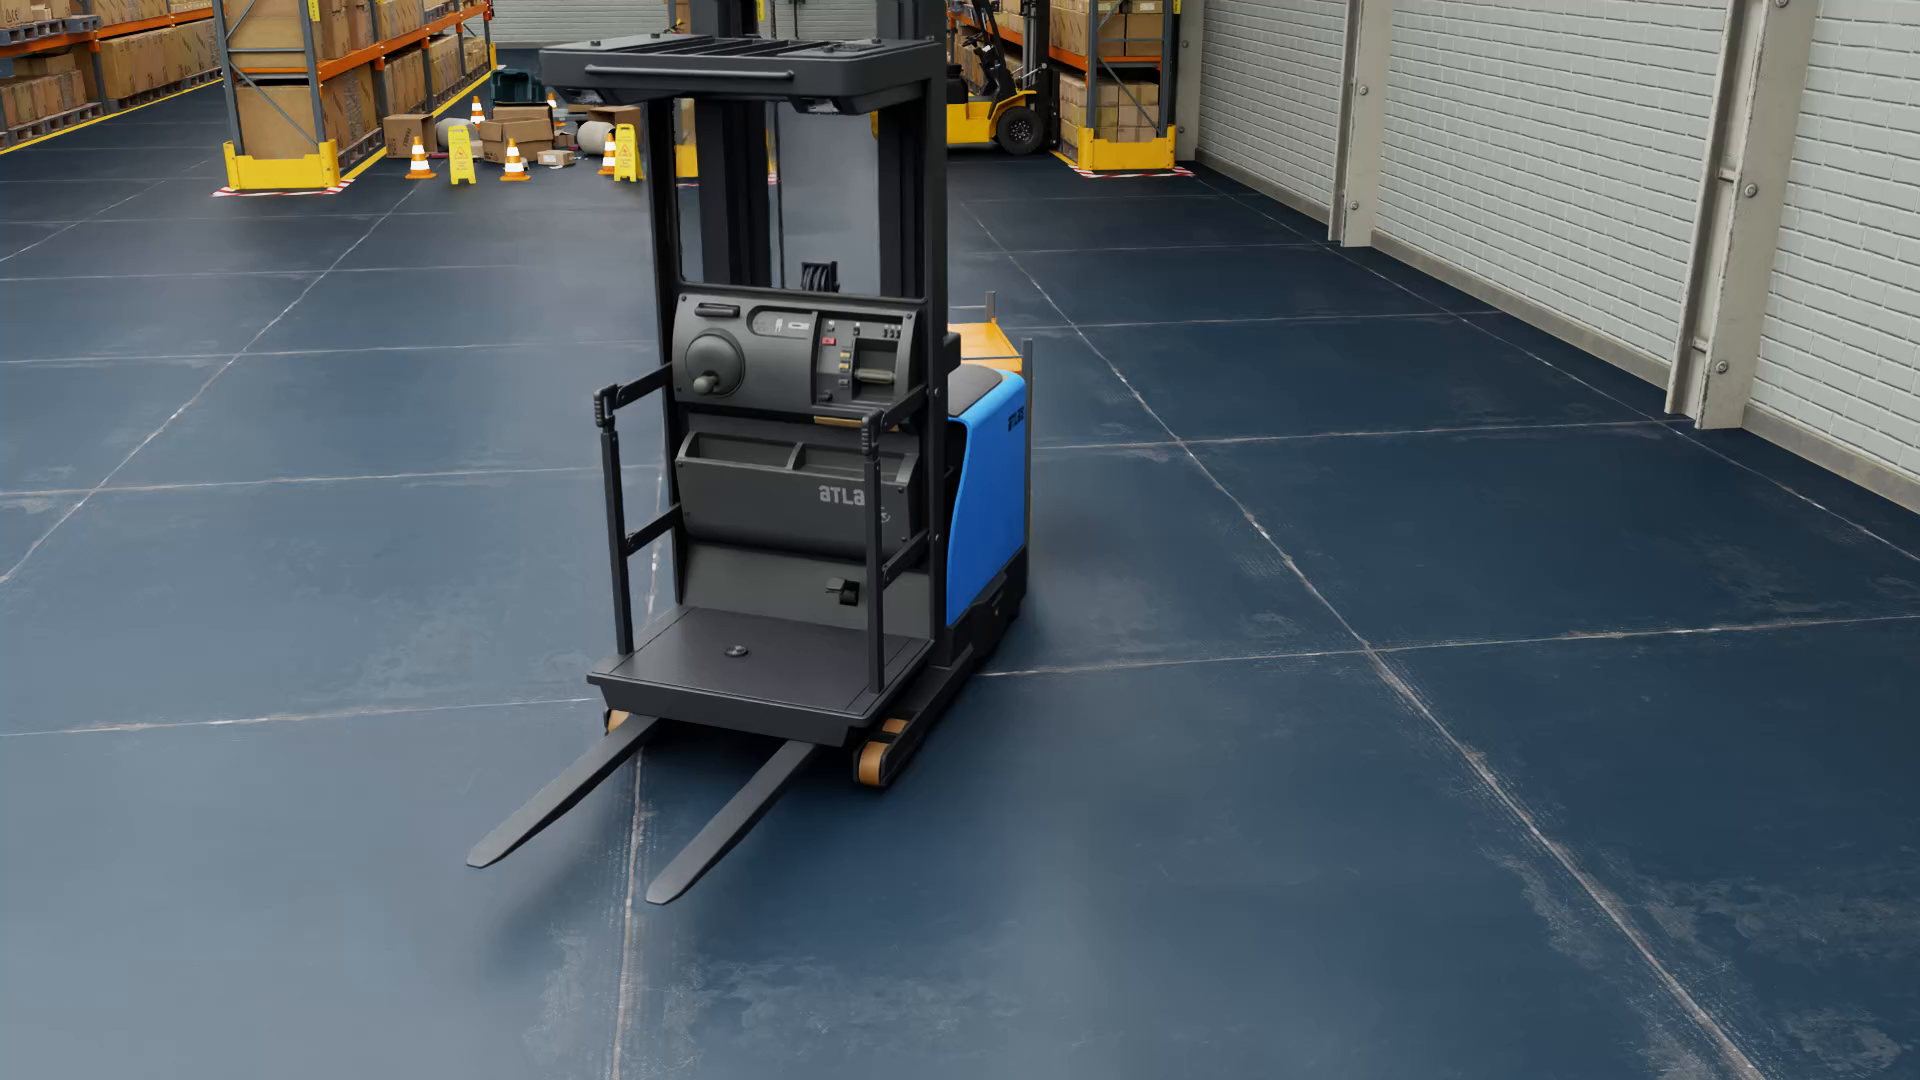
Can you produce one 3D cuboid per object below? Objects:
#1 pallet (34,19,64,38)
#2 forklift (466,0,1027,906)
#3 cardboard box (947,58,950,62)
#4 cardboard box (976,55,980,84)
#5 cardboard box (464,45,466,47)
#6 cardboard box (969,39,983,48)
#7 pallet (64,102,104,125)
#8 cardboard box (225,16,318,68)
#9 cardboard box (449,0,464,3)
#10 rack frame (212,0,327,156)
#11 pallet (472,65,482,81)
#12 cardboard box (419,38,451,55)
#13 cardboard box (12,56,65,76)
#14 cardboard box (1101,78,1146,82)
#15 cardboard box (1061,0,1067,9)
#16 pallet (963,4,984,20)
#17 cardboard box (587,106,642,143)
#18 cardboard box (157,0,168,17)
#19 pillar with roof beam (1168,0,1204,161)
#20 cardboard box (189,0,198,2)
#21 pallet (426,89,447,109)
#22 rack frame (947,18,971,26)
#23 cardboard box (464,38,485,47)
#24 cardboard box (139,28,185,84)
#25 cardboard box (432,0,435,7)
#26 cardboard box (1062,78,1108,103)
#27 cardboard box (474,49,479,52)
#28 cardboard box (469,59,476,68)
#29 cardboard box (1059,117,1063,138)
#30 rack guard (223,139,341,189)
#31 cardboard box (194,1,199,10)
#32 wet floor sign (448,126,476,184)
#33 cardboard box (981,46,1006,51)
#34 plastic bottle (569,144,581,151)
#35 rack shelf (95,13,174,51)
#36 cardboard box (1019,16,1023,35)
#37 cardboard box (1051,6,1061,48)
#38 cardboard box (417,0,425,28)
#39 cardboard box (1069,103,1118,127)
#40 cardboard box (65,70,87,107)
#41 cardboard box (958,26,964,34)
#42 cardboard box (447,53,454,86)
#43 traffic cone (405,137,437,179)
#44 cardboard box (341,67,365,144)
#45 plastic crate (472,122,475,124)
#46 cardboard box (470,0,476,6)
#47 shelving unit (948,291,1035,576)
[{"bbox_3d":[-13.498,-7.261,23.645,1.003,0.211,1.213,-3,21,-8],"label":"pallet"},{"bbox_3d":[-0.670,-0.656,5.784,1.130,2.935,3.031,7,22,18],"label":"forklift"},{"bbox_3d":[-0.054,-9.210,32.063,0.380,0.149,0.250,-4,21,-9],"label":"cardboard box"},{"bbox_3d":[0.558,-8.121,28.645,0.500,0.500,0.500,-3,21,-9],"label":"cardboard box"},{"bbox_3d":[-9.449,-9.177,31.123,0.380,0.149,0.250,-3,21,-9],"label":"cardboard box"},{"bbox_3d":[0.356,-8.914,29.841,0.380,0.149,0.250,-2,21,-6],"label":"cardboard box"},{"bbox_3d":[-13.713,-6.457,25.204,1.003,0.211,1.213,-3,21,-8],"label":"pallet"},{"bbox_3d":[-7.846,-5.676,18.912,0.875,0.550,0.550,-3,21,-8],"label":"cardboard box"},{"bbox_3d":[-9.300,-10.005,30.148,0.500,0.500,0.500,-3,21,-9],"label":"cardboard box"},{"bbox_3d":[-7.748,-5.480,18.601,1.000,3.000,0.127,-3,21,-8],"label":"rack frame"},{"bbox_3d":[-9.789,-8.982,31.964,1.003,0.211,1.213,-3,21,-8],"label":"pallet"},{"bbox_3d":[-8.969,-8.405,28.335,0.500,0.250,0.500,-4,21,-10],"label":"cardboard box"},{"bbox_3d":[-13.611,-7.007,24.562,0.500,0.250,0.500,-1,20,-2],"label":"cardboard box"},{"bbox_3d":[2.089,-5.742,21.203,0.500,0.250,0.500,-3,21,-8],"label":"cardboard box"},{"bbox_3d":[1.511,-6.916,21.375,0.380,0.149,0.250,-3,21,-7],"label":"cardboard box"},{"bbox_3d":[0.727,-8.927,28.105,1.213,0.211,1.003,-3,21,-8],"label":"pallet"},{"bbox_3d":[-4.633,-5.540,22.331,0.500,0.500,0.500,12,24,29],"label":"cardboard box"},{"bbox_3d":[-14.063,-9.318,28.734,0.500,0.500,0.500,-3,21,-8],"label":"cardboard box"},{"bbox_3d":[-1.422,-8.896,19.173,9.100,9.000,0.400,-3,21,-8],"label":"pillar with roof beam"},{"bbox_3d":[-14.356,-10.016,30.535,0.500,0.250,0.500,-2,21,-6],"label":"cardboard box"},{"bbox_3d":[-9.013,-7.214,27.229,1.003,0.211,1.213,-3,21,-8],"label":"pallet"},{"bbox_3d":[-0.259,-11.556,34.869,1.000,3.000,0.127,-3,21,-8],"label":"rack frame"},{"bbox_3d":[-9.585,-9.816,32.834,0.380,0.149,0.250,-3,21,-9],"label":"cardboard box"},{"bbox_3d":[-14.289,-8.400,28.856,1.225,0.875,0.875,-3,21,-8],"label":"cardboard box"},{"bbox_3d":[-8.959,-8.953,27.658,0.380,0.149,0.250,-3,21,-7],"label":"cardboard box"},{"bbox_3d":[1.593,-5.713,21.126,0.500,0.250,0.500,-3,21,-7],"label":"cardboard box"},{"bbox_3d":[-9.513,-9.404,32.155,0.380,0.149,0.250,-2,21,-5],"label":"cardboard box"},{"bbox_3d":[-9.440,-9.085,31.728,0.380,0.149,0.250,-3,21,-9],"label":"cardboard box"},{"bbox_3d":[1.541,-5.418,21.764,0.500,0.250,0.500,-3,21,-7],"label":"cardboard box"},{"bbox_3d":[-7.745,-4.300,19.016,1.175,0.500,0.348,-3,21,-8],"label":"rack guard"},{"bbox_3d":[-14.301,-9.870,30.713,0.380,0.149,0.250,-3,21,-7],"label":"cardboard box"},{"bbox_3d":[-5.785,-4.467,19.253,0.267,0.644,0.232,-7,21,-17],"label":"wet floor sign"},{"bbox_3d":[0.572,-8.274,28.127,0.380,0.149,0.250,-4,21,-10],"label":"cardboard box"},{"bbox_3d":[-5.111,-5.231,22.135,0.133,0.061,0.283,1,20,2],"label":"plastic bottle"},{"bbox_3d":[-14.112,-8.390,27.420,1.077,0.370,4.000,-3,21,-8],"label":"rack shelf"},{"bbox_3d":[1.139,-7.492,24.203,0.500,0.250,0.500,-2,21,-7],"label":"cardboard box"},{"bbox_3d":[1.493,-6.751,21.861,0.500,0.500,0.500,-3,21,-7],"label":"cardboard box"},{"bbox_3d":[-8.571,-8.154,25.618,0.500,0.500,0.500,-3,21,-8],"label":"cardboard box"},{"bbox_3d":[1.667,-5.312,20.766,0.500,0.250,0.500,-3,21,-8],"label":"cardboard box"},{"bbox_3d":[-13.708,-6.839,25.183,0.700,0.500,0.500,-4,21,-11],"label":"cardboard box"},{"bbox_3d":[0.166,-9.505,30.999,0.380,0.149,0.250,-3,21,-9],"label":"cardboard box"},{"bbox_3d":[-8.979,-8.061,28.485,0.500,0.500,0.500,-3,21,-9],"label":"cardboard box"},{"bbox_3d":[-6.419,-4.547,19.729,0.336,0.463,0.334,-3,21,-8],"label":"traffic cone"},{"bbox_3d":[-8.170,-5.533,21.179,0.875,0.875,0.875,-3,21,-7],"label":"cardboard box"},{"bbox_3d":[-7.003,-5.580,22.806,0.450,0.188,0.662,-2,18,24],"label":"plastic crate"},{"bbox_3d":[-9.609,-10.449,32.265,0.380,0.149,0.250,-4,21,-10],"label":"cardboard box"},{"bbox_3d":[-0.001,-0.529,8.026,0.538,1.125,1.048,-3,21,-8],"label":"shelving unit"}]
